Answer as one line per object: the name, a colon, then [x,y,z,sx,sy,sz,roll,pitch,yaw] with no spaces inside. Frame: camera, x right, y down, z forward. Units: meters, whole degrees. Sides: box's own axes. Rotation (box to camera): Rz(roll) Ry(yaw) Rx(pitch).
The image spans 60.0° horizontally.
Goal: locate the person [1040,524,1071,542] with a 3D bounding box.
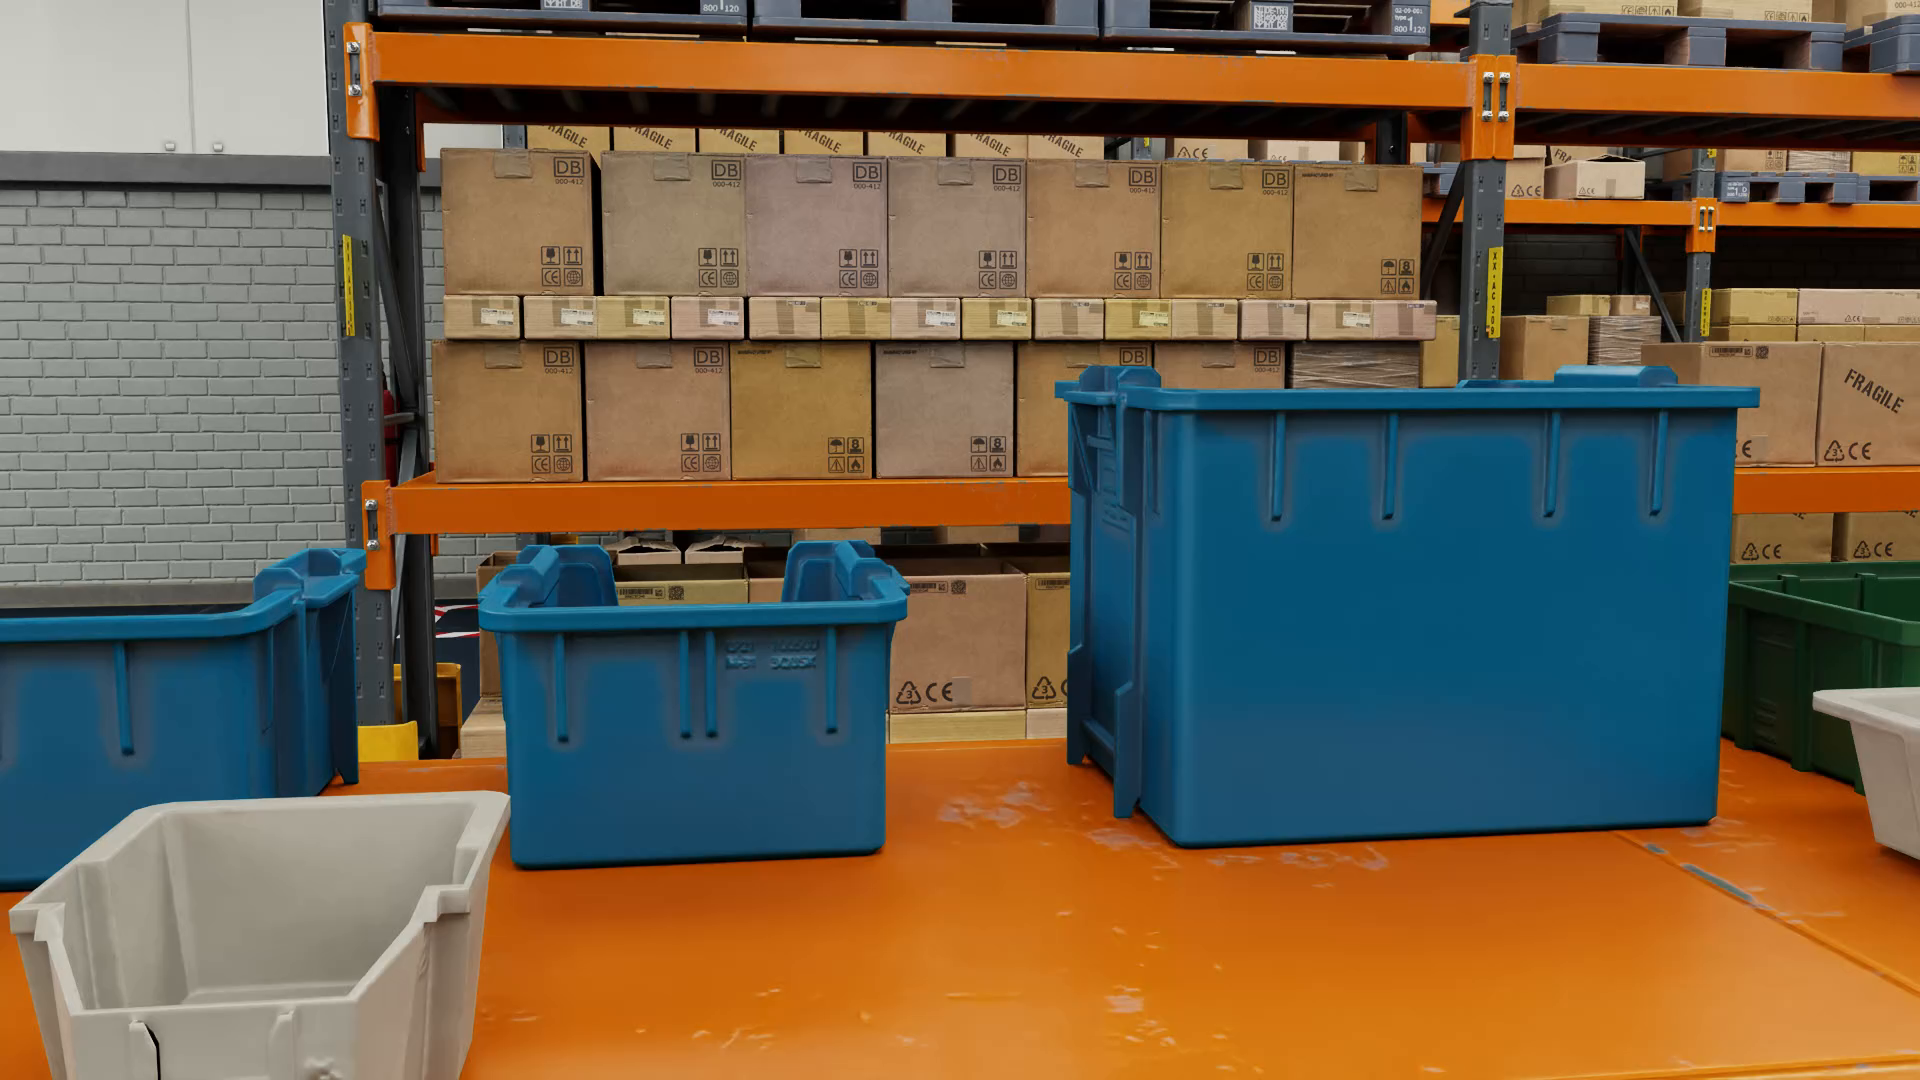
person: [0.800,0.135,8.161,0.815,1.429,0.545,-1,6,-9]
